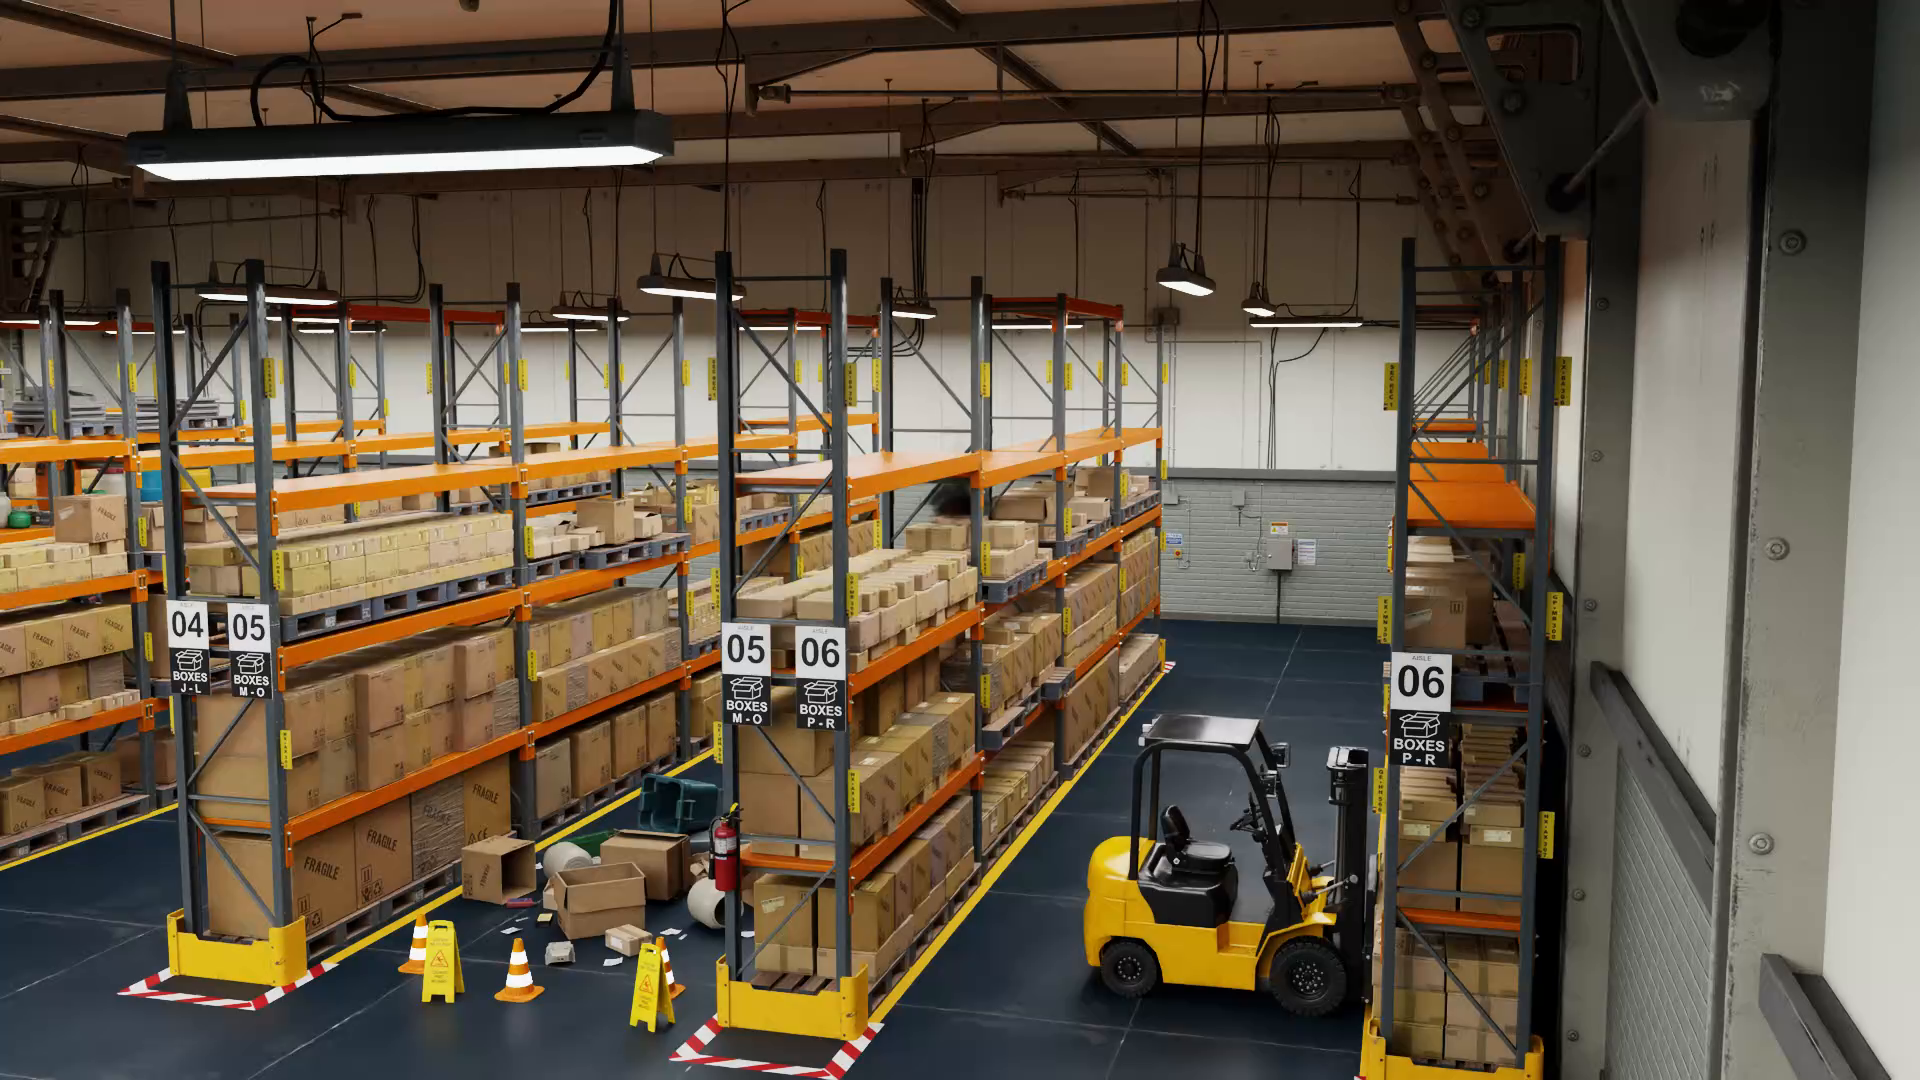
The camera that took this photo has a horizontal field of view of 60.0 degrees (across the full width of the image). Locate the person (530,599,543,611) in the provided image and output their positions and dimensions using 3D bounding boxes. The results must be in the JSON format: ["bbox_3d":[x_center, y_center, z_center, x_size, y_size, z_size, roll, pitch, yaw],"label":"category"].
[{"bbox_3d":[-6.369,1.632,25.320,0.659,1.770,1.044,2,6,15],"label":"person"}]
